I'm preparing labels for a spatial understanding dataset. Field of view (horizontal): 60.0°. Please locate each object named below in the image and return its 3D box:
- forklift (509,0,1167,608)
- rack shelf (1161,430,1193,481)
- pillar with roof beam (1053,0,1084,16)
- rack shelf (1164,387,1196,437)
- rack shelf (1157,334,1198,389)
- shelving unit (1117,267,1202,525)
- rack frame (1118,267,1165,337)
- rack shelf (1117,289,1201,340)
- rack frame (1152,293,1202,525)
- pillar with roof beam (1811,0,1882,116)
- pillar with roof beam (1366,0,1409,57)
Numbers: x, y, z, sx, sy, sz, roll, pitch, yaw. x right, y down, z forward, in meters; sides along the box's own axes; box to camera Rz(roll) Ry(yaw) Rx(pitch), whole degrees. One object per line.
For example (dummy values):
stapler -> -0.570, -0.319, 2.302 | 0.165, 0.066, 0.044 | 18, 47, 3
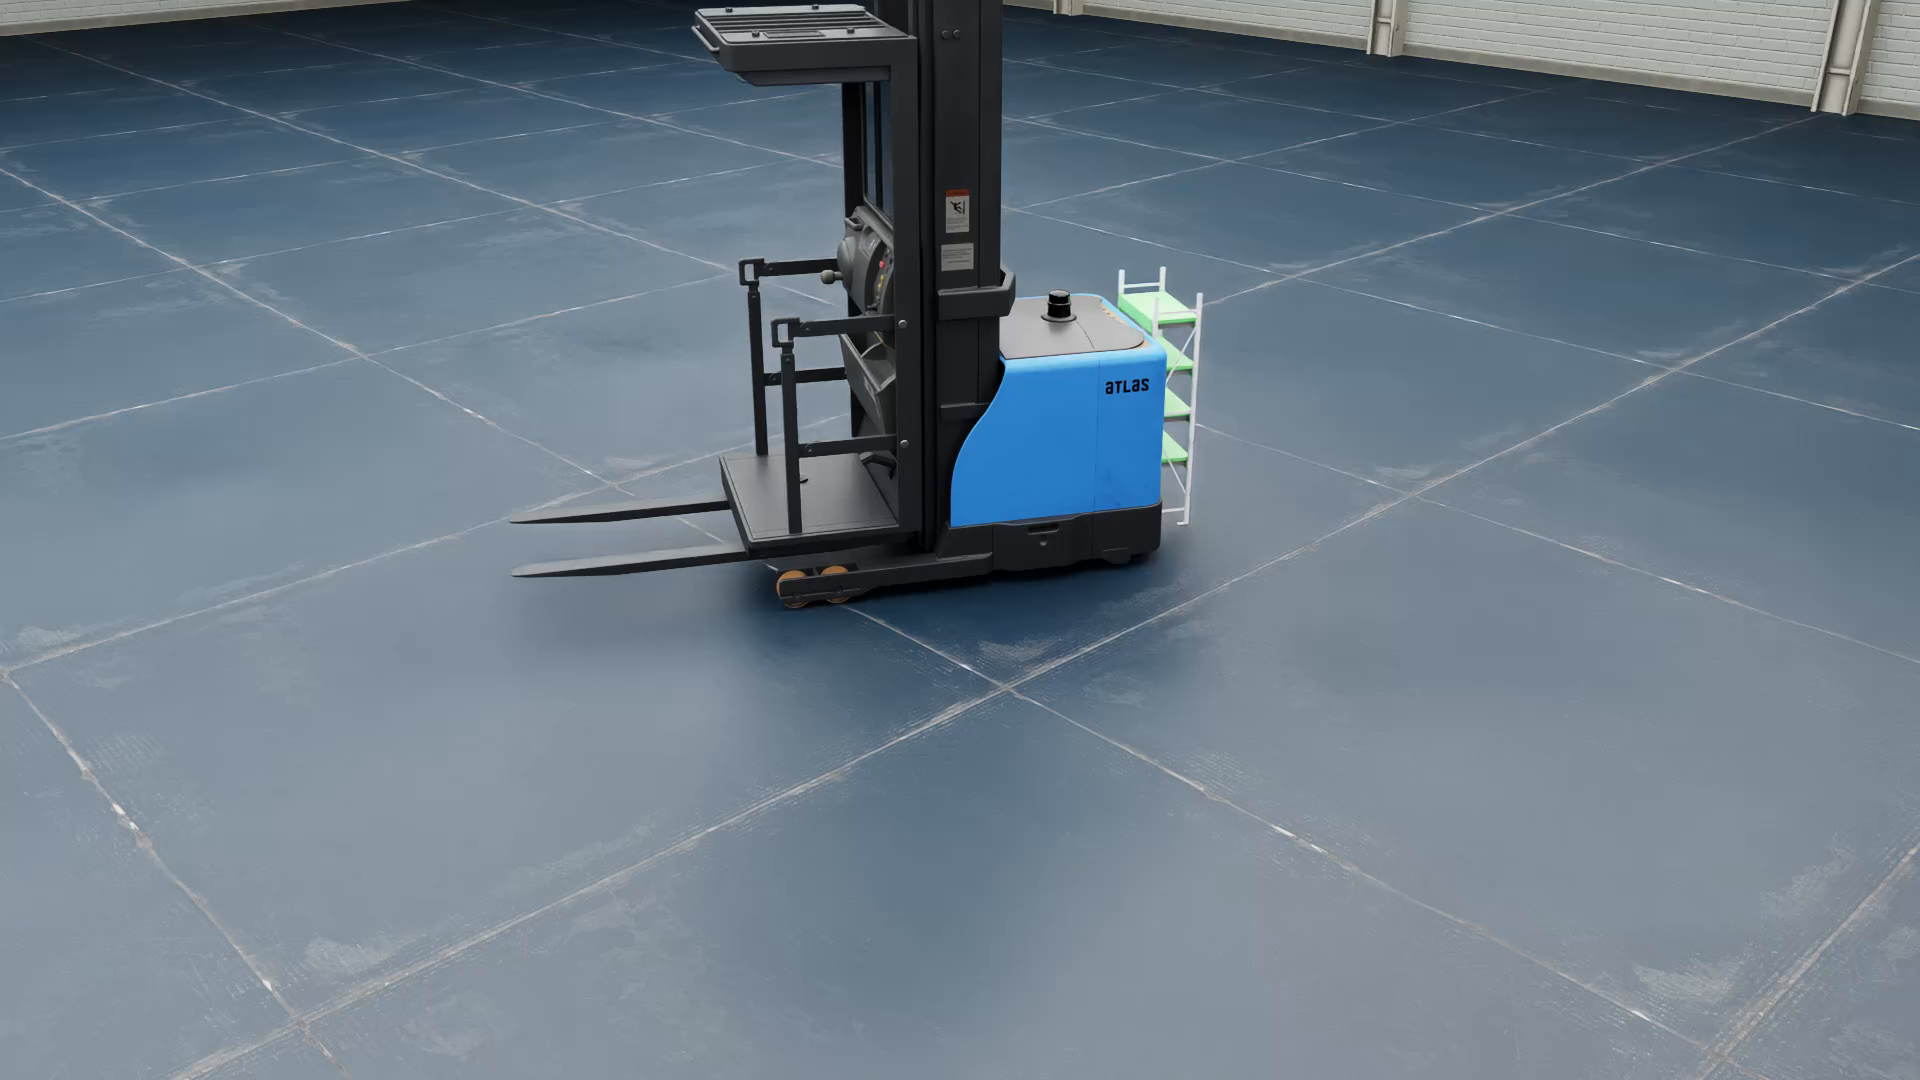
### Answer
forklift -> -0.609, -1.267, 7.495 | 3.031, 2.935, 1.130 | -6, 25, -13
rack shelf -> 0.977, -0.439, 8.499 | 0.258, 0.148, 0.480 | -6, 25, -13
pillar with roof beam -> -1.384, -11.393, 22.381 | 9.100, 9.000, 0.400 | -21, 32, -38
rack shelf -> 0.977, -0.657, 8.399 | 0.258, 0.148, 0.480 | -6, 25, -13
rack shelf -> 0.977, -0.876, 8.299 | 0.258, 0.148, 0.480 | -6, 25, -13
shelving unit -> 0.977, -0.715, 8.372 | 0.258, 1.200, 0.503 | -6, 25, -13
rack frame -> 0.915, -0.813, 8.587 | 0.240, 1.200, 0.015 | -6, 25, -13
rack shelf -> 0.977, -1.094, 8.200 | 0.258, 0.148, 0.480 | -6, 25, -13
rack frame -> 1.039, -0.617, 8.158 | 0.240, 1.200, 0.015 | -6, 25, -13
pillar with roof beam -> 6.818, -7.757, 14.412 | 9.100, 9.000, 0.400 | -21, 32, -38
pillar with roof beam -> 2.717, -9.575, 18.396 | 9.100, 9.000, 0.400 | -21, 32, -38
